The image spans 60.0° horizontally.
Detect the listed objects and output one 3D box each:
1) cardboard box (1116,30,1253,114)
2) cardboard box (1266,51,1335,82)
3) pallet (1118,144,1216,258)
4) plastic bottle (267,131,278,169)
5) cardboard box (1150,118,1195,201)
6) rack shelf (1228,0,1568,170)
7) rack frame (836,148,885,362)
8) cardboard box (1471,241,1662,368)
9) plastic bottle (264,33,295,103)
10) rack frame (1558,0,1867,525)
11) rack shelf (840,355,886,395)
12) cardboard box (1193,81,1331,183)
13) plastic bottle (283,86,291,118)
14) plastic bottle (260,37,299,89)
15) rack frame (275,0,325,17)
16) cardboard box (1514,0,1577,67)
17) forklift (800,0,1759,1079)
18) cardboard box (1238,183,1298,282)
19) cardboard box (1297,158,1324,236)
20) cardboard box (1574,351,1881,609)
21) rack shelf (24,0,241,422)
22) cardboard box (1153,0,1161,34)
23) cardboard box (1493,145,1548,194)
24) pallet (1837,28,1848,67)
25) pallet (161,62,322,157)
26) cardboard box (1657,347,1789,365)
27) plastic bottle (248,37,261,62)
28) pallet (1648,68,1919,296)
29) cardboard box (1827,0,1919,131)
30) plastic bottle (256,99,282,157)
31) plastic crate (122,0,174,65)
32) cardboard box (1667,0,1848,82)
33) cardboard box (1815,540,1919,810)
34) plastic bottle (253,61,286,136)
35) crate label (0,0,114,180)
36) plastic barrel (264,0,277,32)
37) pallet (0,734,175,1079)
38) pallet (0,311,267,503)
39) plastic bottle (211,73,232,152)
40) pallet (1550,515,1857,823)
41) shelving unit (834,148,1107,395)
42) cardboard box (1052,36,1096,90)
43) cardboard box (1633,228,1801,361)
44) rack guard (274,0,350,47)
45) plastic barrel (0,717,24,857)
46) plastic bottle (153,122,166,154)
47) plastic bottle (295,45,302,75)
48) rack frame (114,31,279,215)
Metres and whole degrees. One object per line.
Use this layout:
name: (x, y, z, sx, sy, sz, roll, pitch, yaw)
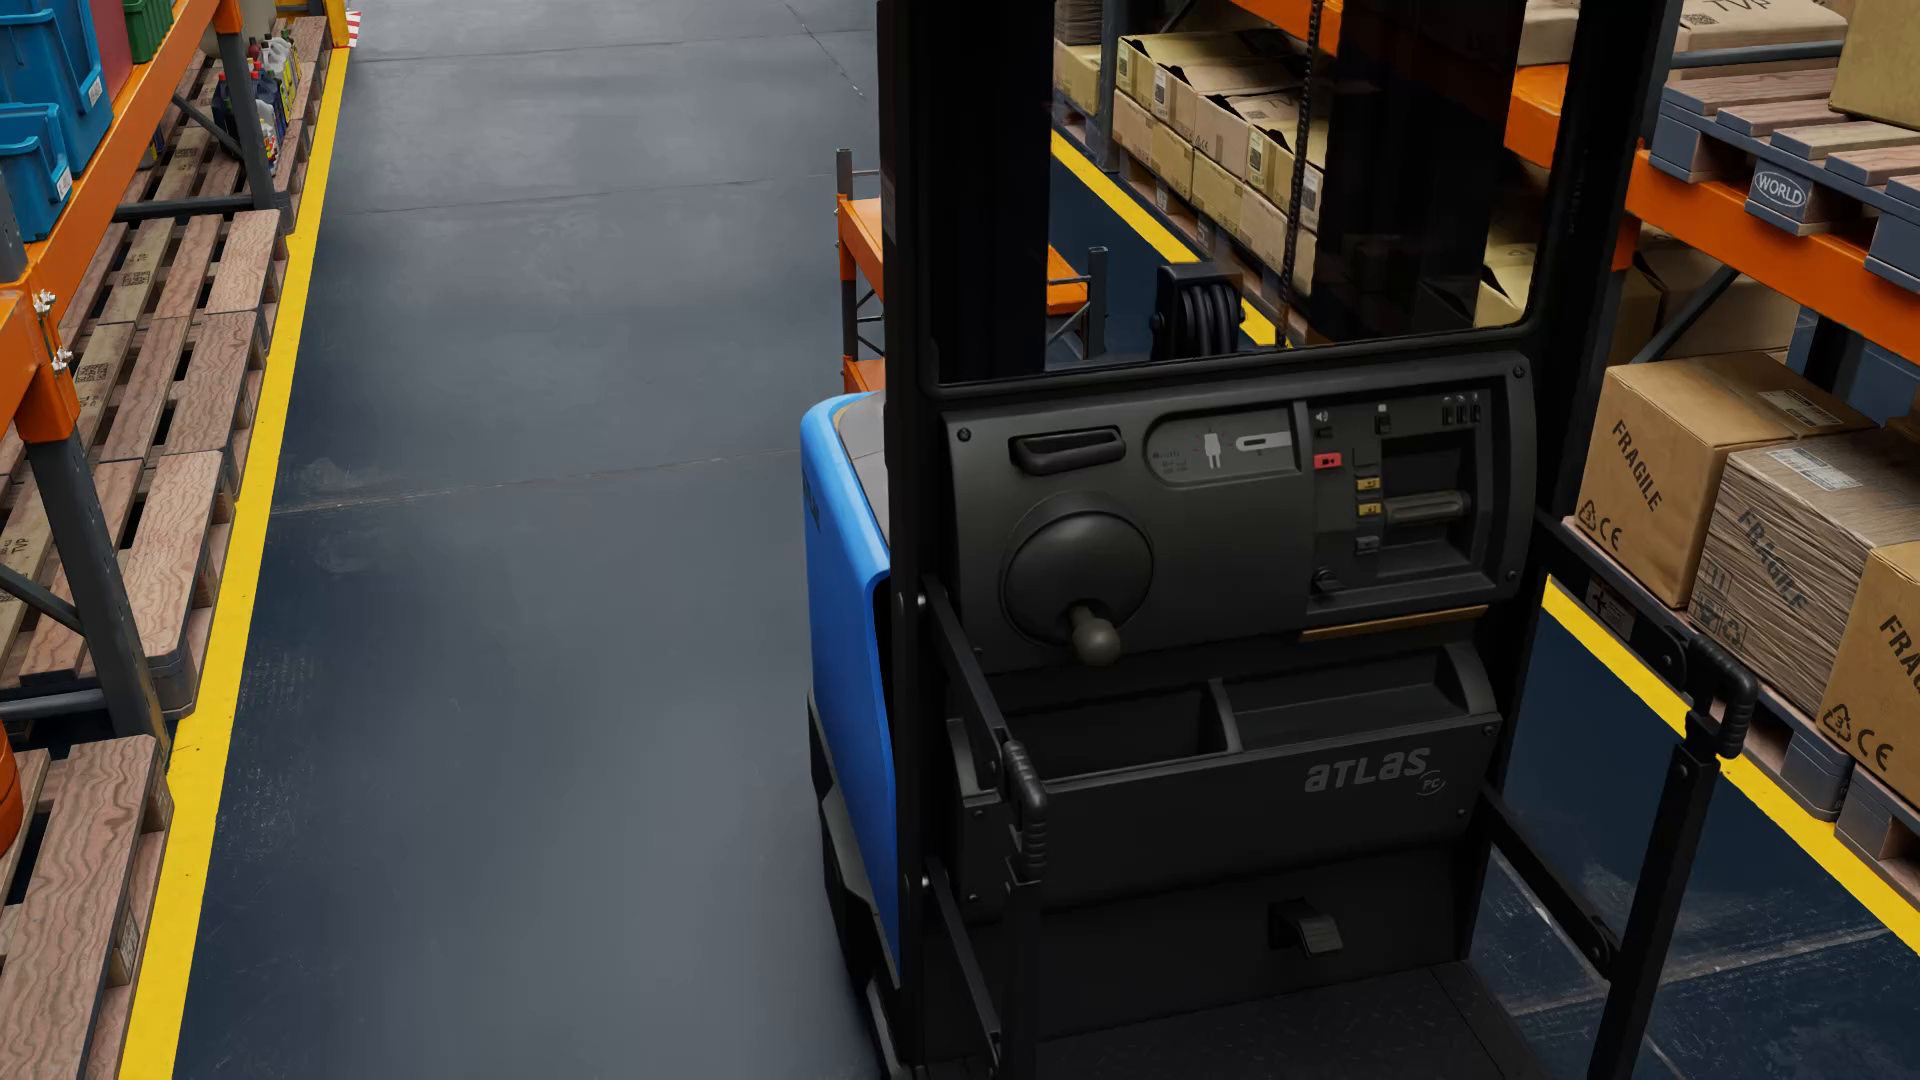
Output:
cardboard box: (1.067, -2.260, 7.926, 0.500, 0.311, 0.500, -8, 31, -13)
cardboard box: (1.726, -2.085, 7.623, 0.500, 0.311, 0.500, -7, 31, -12)
pallet: (1.431, -1.701, 7.977, 1.003, 0.211, 1.213, -8, 31, -13)
plastic bottle: (-3.268, -1.842, 7.792, 0.097, 0.201, 0.097, 0, 30, 0)
cardboard box: (1.200, -1.775, 7.648, 0.500, 0.250, 0.500, -7, 31, -12)
rack shelf: (1.728, -1.981, 6.396, 1.077, 0.370, 4.000, -8, 31, -13)
rack frame: (-0.133, -0.729, 5.387, 0.500, 1.125, 0.032, -8, 31, -13)
cardboard box: (1.883, -0.781, 5.371, 0.500, 0.311, 0.500, -7, 31, -12)
plastic bottle: (-3.606, -2.477, 8.740, 0.144, 0.351, 0.185, -7, 31, -11)
rack frame: (2.259, -1.326, 4.547, 1.000, 3.000, 0.127, -8, 31, -13)
rack shelf: (0.002, -0.272, 5.085, 0.538, 0.278, 1.000, -8, 31, -13)
cardboard box: (1.333, -1.768, 7.075, 0.500, 0.311, 0.500, -9, 31, -15)
plastic bottle: (-3.496, -2.257, 8.509, 0.097, 0.201, 0.097, 0, 30, 0)
plastic bottle: (-3.690, -2.591, 9.011, 0.152, 0.276, 0.135, -8, 31, -13)
rack frame: (-4.641, -4.533, 10.088, 1.000, 3.000, 0.127, -8, 31, -13)
cardboard box: (1.754, -1.615, 5.297, 0.380, 0.149, 0.250, -8, 31, -13)
forklift: (0.493, 0.002, 2.321, 1.130, 2.935, 3.031, -7, 31, -12)
cardboard box: (1.474, -1.279, 6.792, 0.500, 0.250, 0.500, -7, 31, -12)
cardboard box: (1.607, -1.275, 6.225, 0.500, 0.311, 0.500, -8, 31, -14)
cardboard box: (2.105, -0.177, 4.617, 0.500, 0.500, 0.500, -7, 31, -11)
rack shelf: (-3.048, -1.324, 5.261, 1.077, 0.370, 4.000, -8, 31, -13)
cardboard box: (1.236, -3.080, 9.155, 0.500, 0.500, 0.500, -8, 31, -13)
cardboard box: (2.123, -1.352, 6.357, 0.500, 0.311, 0.500, -9, 31, -15)
pallet: (5.760, -3.031, 10.277, 1.003, 0.211, 1.213, -8, 31, -13)
pallet: (-4.045, -2.315, 9.038, 1.003, 0.211, 1.213, -8, 31, -13)
cardboard box: (2.403, -0.610, 5.635, 0.500, 0.250, 0.500, -8, 31, -13)
plastic bottle: (-3.793, -2.579, 8.985, 0.061, 0.283, 0.133, -8, 31, -13)
pallet: (2.507, -0.925, 4.045, 1.213, 0.211, 1.003, -8, 31, -13)
cardboard box: (2.535, -1.262, 3.917, 0.700, 0.500, 0.500, -19, 35, -30)
plastic bottle: (-3.353, -1.978, 7.952, 0.152, 0.276, 0.135, -7, 31, -11)
plastic crate: (-2.845, -1.706, 5.415, 0.450, 0.188, 0.662, -8, 31, -13)
cardboard box: (2.205, -1.469, 4.883, 0.500, 0.311, 0.500, -6, 31, -10)
cardboard box: (2.377, 0.318, 3.762, 0.500, 0.500, 0.500, -8, 31, -14)
plastic bottle: (-3.443, -2.181, 8.230, 0.144, 0.351, 0.185, -9, 31, -15)
crate label: (-2.520, -1.200, 4.294, 0.502, 0.435, 0.616, -8, 31, -13)
plastic barrel: (-4.392, -3.331, 10.074, 0.421, 0.512, 0.421, 0, 30, 0)
pallet: (-2.268, 0.913, 3.462, 1.003, 0.211, 1.213, -8, 31, -13)
pallet: (-3.006, -0.430, 5.782, 1.003, 0.211, 1.213, -8, 31, -13)
plastic bottle: (-3.532, -2.071, 8.039, 0.144, 0.351, 0.185, -8, 31, -13)
pallet: (2.421, 0.246, 4.614, 1.003, 0.211, 1.213, -8, 31, -13)
shelving unit: (0.002, -0.484, 4.963, 0.538, 1.125, 1.048, -8, 31, -13)
cardboard box: (0.741, -2.688, 9.224, 0.500, 0.250, 0.500, -8, 31, -13)
cardboard box: (2.403, -0.853, 5.494, 0.500, 0.311, 0.500, -7, 31, -12)
rack guard: (-4.575, -3.421, 10.661, 1.175, 0.500, 0.348, -8, 31, -13)
plastic barrel: (-2.371, 0.322, 3.446, 0.600, 0.830, 0.708, -8, 31, -13)
plastic bottle: (-3.943, -2.010, 8.008, 0.152, 0.276, 0.135, -8, 31, -13)
plastic bottle: (-3.731, -2.684, 9.247, 0.097, 0.201, 0.097, 0, 30, 0)
rack frame: (-3.579, -2.601, 6.750, 1.000, 3.000, 0.127, -8, 31, -13)
